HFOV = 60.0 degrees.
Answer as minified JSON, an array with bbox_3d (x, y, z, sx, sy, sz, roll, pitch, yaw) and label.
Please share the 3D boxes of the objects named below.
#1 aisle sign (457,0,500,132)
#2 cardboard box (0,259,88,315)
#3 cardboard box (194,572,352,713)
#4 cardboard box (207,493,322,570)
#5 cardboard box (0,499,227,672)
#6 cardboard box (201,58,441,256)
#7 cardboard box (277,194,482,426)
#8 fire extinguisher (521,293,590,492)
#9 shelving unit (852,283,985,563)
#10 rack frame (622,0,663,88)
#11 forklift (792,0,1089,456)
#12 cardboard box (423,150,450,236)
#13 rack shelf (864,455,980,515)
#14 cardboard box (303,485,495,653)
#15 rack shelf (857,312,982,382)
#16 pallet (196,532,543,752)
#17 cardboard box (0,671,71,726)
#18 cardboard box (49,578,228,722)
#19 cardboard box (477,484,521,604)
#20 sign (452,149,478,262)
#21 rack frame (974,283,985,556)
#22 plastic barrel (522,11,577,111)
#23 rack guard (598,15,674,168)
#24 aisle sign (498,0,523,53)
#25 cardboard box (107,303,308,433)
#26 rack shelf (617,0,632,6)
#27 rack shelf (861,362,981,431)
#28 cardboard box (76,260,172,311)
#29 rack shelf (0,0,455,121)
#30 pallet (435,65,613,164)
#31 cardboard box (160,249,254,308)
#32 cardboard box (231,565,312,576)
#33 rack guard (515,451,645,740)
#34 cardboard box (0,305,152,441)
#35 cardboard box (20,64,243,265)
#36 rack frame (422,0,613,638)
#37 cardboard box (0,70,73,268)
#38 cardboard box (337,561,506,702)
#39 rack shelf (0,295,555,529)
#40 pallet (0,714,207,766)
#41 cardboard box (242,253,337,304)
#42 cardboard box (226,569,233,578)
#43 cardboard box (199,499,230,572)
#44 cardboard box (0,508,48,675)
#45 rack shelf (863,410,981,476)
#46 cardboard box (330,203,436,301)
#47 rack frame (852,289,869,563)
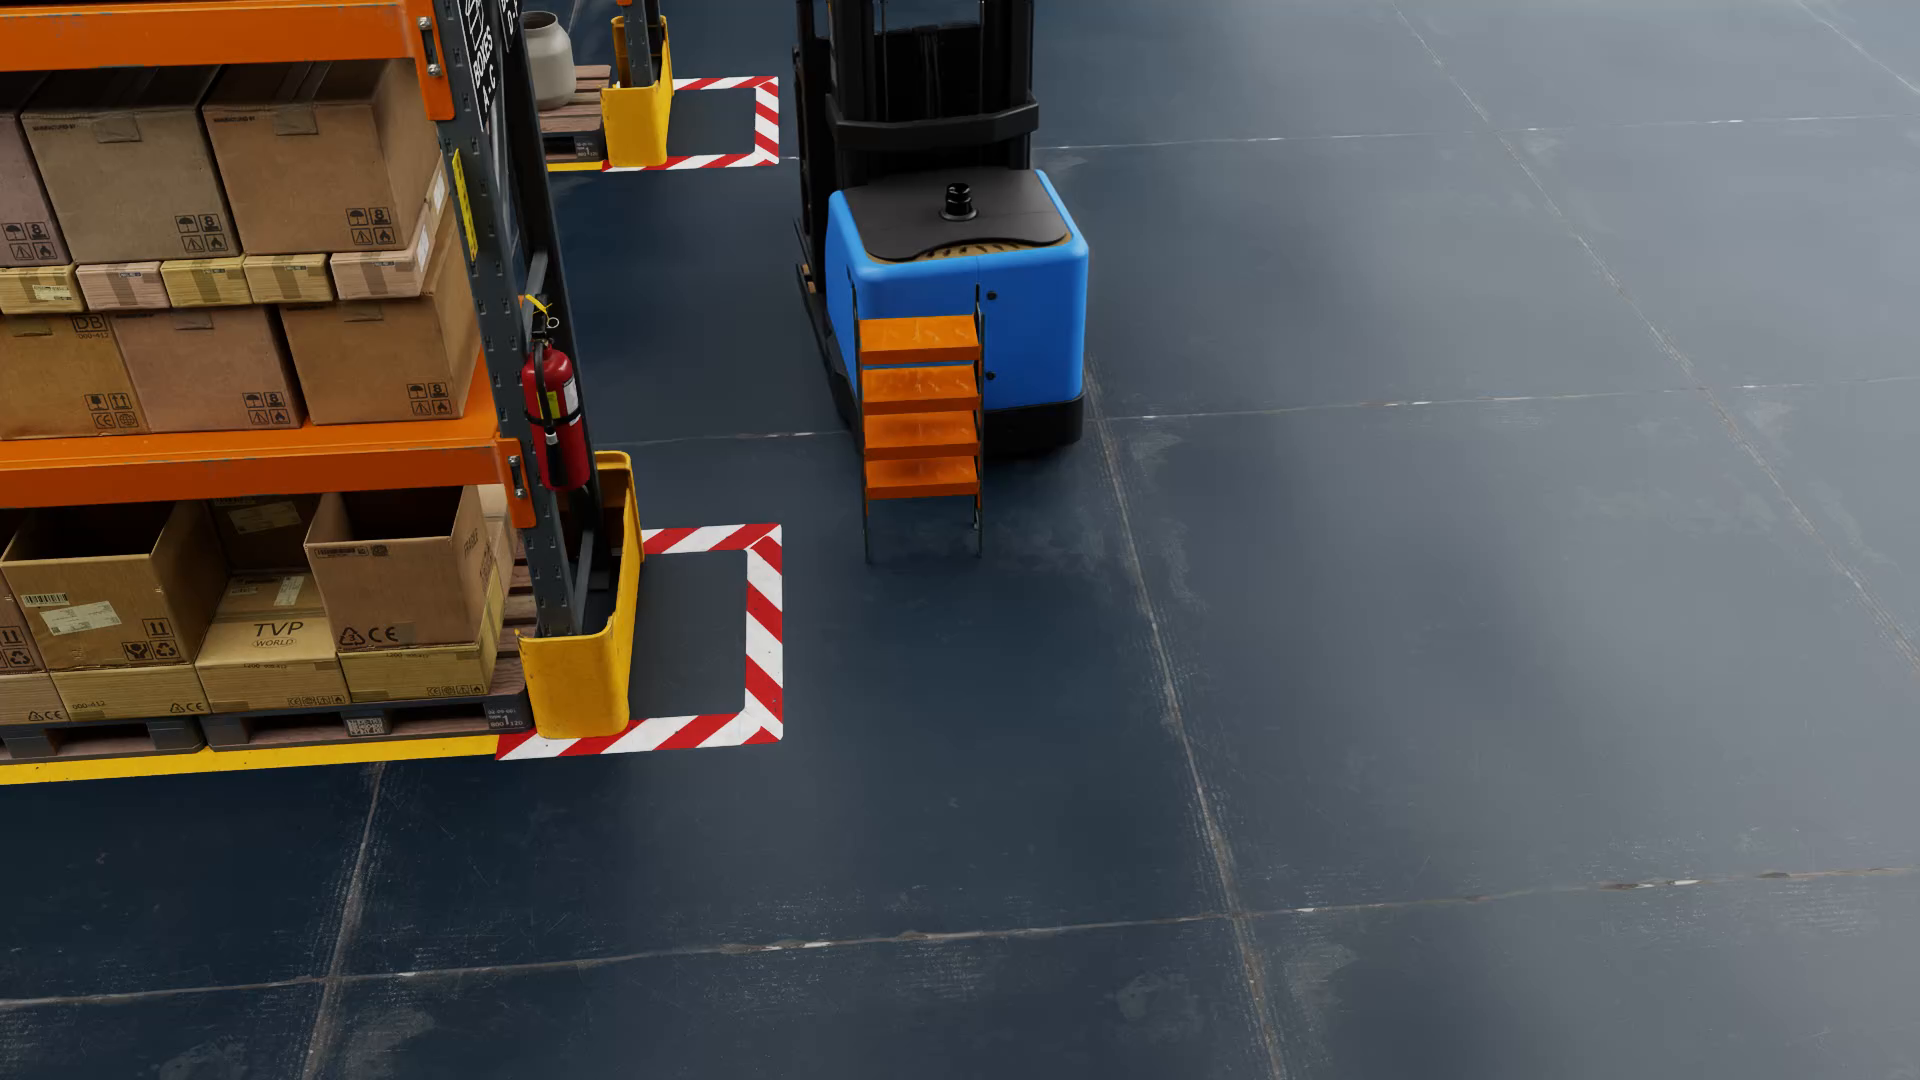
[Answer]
[{"bbox_3d":[-1.420,-1.630,4.796,0.004,0.787,0.394,-3,38,-4],"label":"aisle sign"},{"bbox_3d":[-2.903,-0.886,5.347,0.250,0.149,0.380,-2,38,-3],"label":"cardboard box"},{"bbox_3d":[-2.516,0.374,6.235,0.500,0.250,0.500,-3,38,-4],"label":"cardboard box"},{"bbox_3d":[-2.563,-0.246,6.416,0.500,0.500,0.500,-3,38,-4],"label":"cardboard box"},{"bbox_3d":[-3.014,0.110,5.965,0.500,0.500,0.500,-3,38,-4],"label":"cardboard box"},{"bbox_3d":[-2.030,-1.315,5.367,0.500,0.500,0.700,-3,38,-4],"label":"cardboard box"},{"bbox_3d":[-1.978,-0.809,5.773,0.500,0.500,0.700,-3,38,-4],"label":"cardboard box"},{"bbox_3d":[-1.353,-0.477,5.495,0.183,0.674,0.296,-3,38,-4],"label":"fire extinguisher"},{"bbox_3d":[-0.165,-0.462,6.867,0.503,1.200,0.258,-3,38,-4],"label":"shelving unit"},{"bbox_3d":[-1.947,-3.844,9.700,0.127,3.000,1.000,-3,38,-4],"label":"rack frame"},{"bbox_3d":[-0.255,-2.388,7.911,1.130,2.935,3.031,-8,39,-10],"label":"forklift"},{"bbox_3d":[-1.921,-1.193,5.735,0.250,0.149,0.380,-3,38,-4],"label":"cardboard box"},{"bbox_3d":[-0.165,-0.253,7.032,0.480,0.148,0.258,-3,38,-4],"label":"rack shelf"},{"bbox_3d":[-2.019,0.046,6.046,0.500,0.500,0.500,-3,38,-4],"label":"cardboard box"},{"bbox_3d":[-0.165,-0.770,6.623,0.480,0.148,0.258,-3,38,-4],"label":"rack shelf"},{"bbox_3d":[-2.270,0.375,6.604,1.213,0.211,1.003,-3,38,-4],"label":"pallet"},{"bbox_3d":[-3.513,0.429,6.166,0.500,0.250,0.500,-3,38,-4],"label":"cardboard box"},{"bbox_3d":[-3.014,0.402,6.199,0.500,0.250,0.500,-3,38,-4],"label":"cardboard box"},{"bbox_3d":[-2.065,0.019,6.684,0.500,0.250,0.500,-3,38,-4],"label":"cardboard box"},{"bbox_3d":[-1.477,-0.999,4.969,0.005,0.325,0.100,-3,38,-4],"label":"sign"},{"bbox_3d":[0.078,-0.475,6.884,0.015,1.200,0.240,-3,38,-4],"label":"rack frame"},{"bbox_3d":[-2.595,-2.949,10.235,0.421,0.512,0.421,0,38,0],"label":"plastic barrel"},{"bbox_3d":[-2.018,-2.829,10.432,0.348,0.500,1.175,-3,38,-4],"label":"rack guard"},{"bbox_3d":[-1.473,-2.000,5.265,0.004,0.787,0.394,-3,38,-4],"label":"aisle sign"},{"bbox_3d":[-2.500,-0.777,5.732,0.500,0.500,0.700,-2,38,-3],"label":"cardboard box"},{"bbox_3d":[-3.939,-3.452,9.784,4.000,0.370,1.077,-3,38,-4],"label":"rack shelf"},{"bbox_3d":[-0.165,-0.585,6.770,0.480,0.148,0.258,-3,38,-4],"label":"rack shelf"},{"bbox_3d":[-2.641,-0.901,5.366,0.250,0.149,0.380,-3,38,-3],"label":"cardboard box"},{"bbox_3d":[-3.504,-1.573,4.981,4.000,0.370,1.077,-3,38,-4],"label":"rack shelf"},{"bbox_3d":[-2.828,-2.674,10.469,1.213,0.211,1.003,-3,38,-4],"label":"pallet"},{"bbox_3d":[-2.391,-0.913,5.382,0.250,0.149,0.380,-4,38,-5],"label":"cardboard box"},{"bbox_3d":[-2.563,0.049,6.647,0.500,0.250,0.500,-3,38,-4],"label":"cardboard box"},{"bbox_3d":[-1.488,0.193,6.602,0.348,0.500,1.175,-3,38,-4],"label":"rack guard"},{"bbox_3d":[-2.995,-0.753,5.702,0.500,0.500,0.700,-3,38,-4],"label":"cardboard box"},{"bbox_3d":[-2.554,-1.283,5.326,0.500,0.500,0.700,-4,38,-5],"label":"cardboard box"},{"bbox_3d":[-1.512,-0.787,5.826,0.127,3.000,1.000,-3,38,-4],"label":"rack frame"},{"bbox_3d":[-3.056,-1.255,5.291,0.500,0.500,0.700,-3,38,-4],"label":"cardboard box"},{"bbox_3d":[-2.020,0.339,6.279,0.500,0.250,0.500,-3,38,-4],"label":"cardboard box"},{"bbox_3d":[-3.504,-0.395,5.910,4.000,0.370,1.077,-3,38,-4],"label":"rack shelf"},{"bbox_3d":[-3.482,0.440,6.522,1.213,0.211,1.003,-3,38,-4],"label":"pallet"},{"bbox_3d":[-2.136,-0.927,5.399,0.250,0.149,0.380,-2,38,-3],"label":"cardboard box"},{"bbox_3d":[-3.061,0.076,6.612,0.500,0.250,0.500,-3,38,-4],"label":"cardboard box"},{"bbox_3d":[-3.060,-0.211,6.371,0.500,0.500,0.500,-3,38,-4],"label":"cardboard box"},{"bbox_3d":[-3.512,0.136,5.931,0.500,0.500,0.500,-3,38,-4],"label":"cardboard box"},{"bbox_3d":[-0.165,-0.409,6.909,0.480,0.148,0.258,-3,38,-4],"label":"rack shelf"},{"bbox_3d":[-1.875,-0.943,5.419,0.250,0.149,0.380,-4,38,-5],"label":"cardboard box"},{"bbox_3d":[-0.408,-0.449,6.850,0.015,1.200,0.240,-3,38,-4],"label":"rack frame"}]
